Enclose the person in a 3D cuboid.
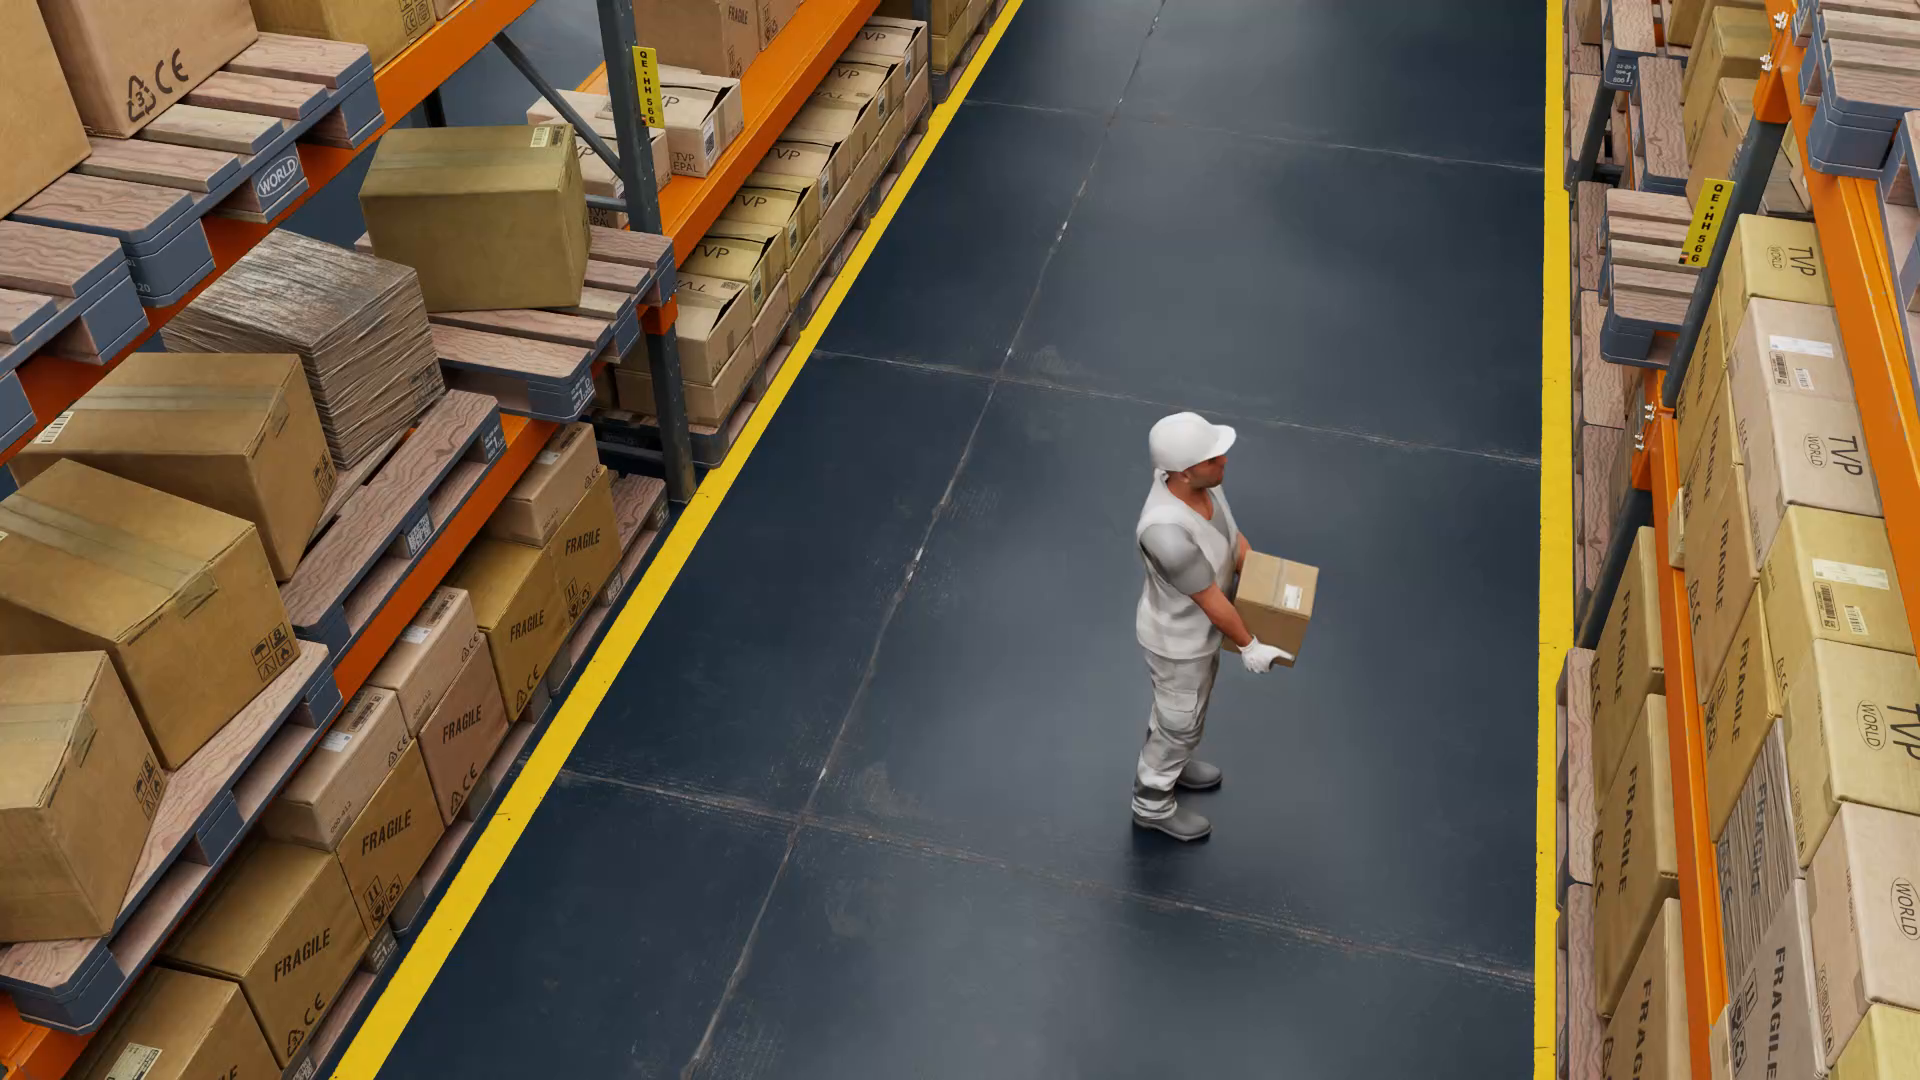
[{"bbox_3d":[0.880,0.321,5.771,0.573,1.782,0.493,10,42,12],"label":"person"}]
